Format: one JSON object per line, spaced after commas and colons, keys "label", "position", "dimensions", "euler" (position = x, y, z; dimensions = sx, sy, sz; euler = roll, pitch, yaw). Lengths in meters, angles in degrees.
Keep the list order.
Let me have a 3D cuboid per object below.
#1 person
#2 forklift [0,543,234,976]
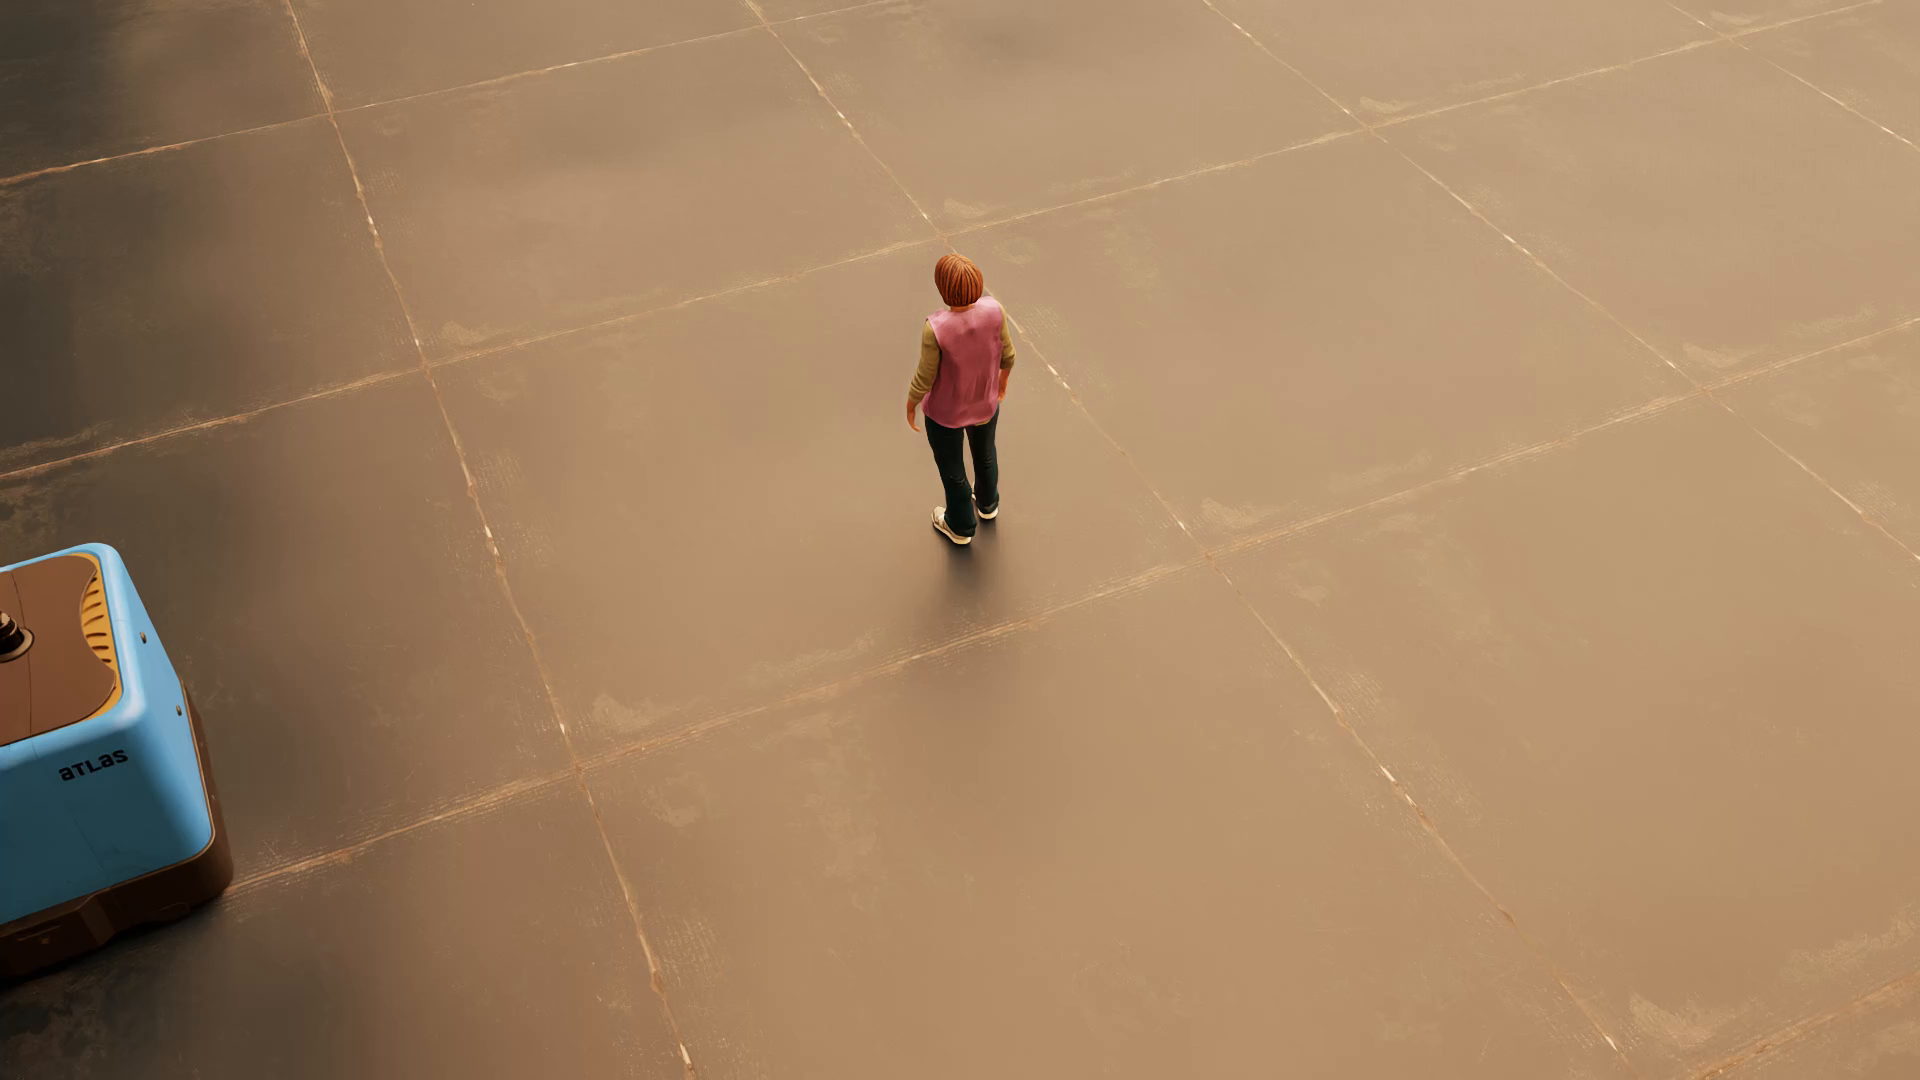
{"label": "person", "position": [-0.018, -0.640, 7.332], "dimensions": [0.520, 1.599, 0.473], "euler": [-18, 46, -18]}
{"label": "forklift", "position": [-4.326, 0.447, 5.201], "dimensions": [3.031, 2.935, 1.130], "euler": [-19, 46, -19]}
